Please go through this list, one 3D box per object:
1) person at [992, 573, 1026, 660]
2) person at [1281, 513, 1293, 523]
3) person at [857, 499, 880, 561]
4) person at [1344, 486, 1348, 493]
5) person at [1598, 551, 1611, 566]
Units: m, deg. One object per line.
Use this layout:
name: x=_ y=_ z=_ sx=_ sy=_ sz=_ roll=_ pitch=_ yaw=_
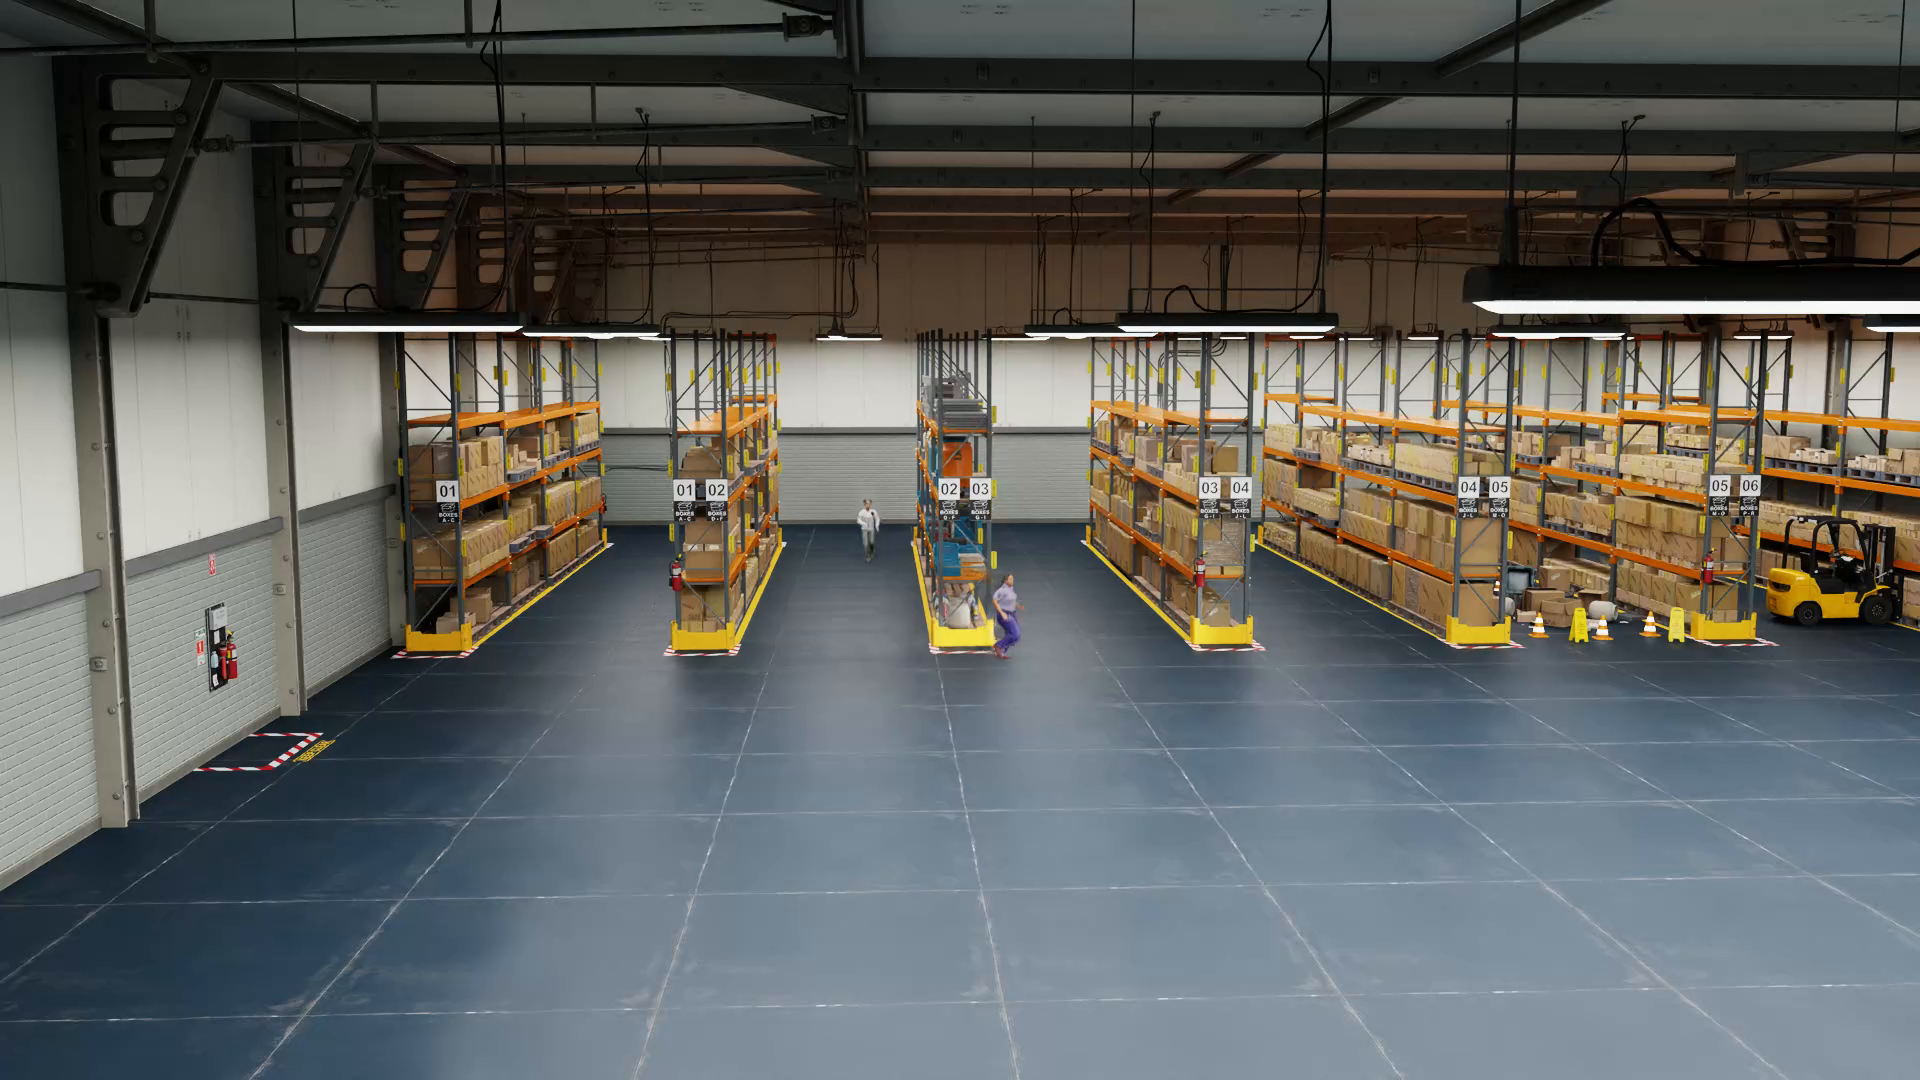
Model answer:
person: x=0.891 y=1.404 z=30.109 sx=0.556 sy=1.624 sz=0.648 roll=2 pitch=7 yaw=18
person: x=9.778 y=-0.900 z=49.163 sx=0.563 sy=1.684 sz=0.705 roll=6 pitch=9 yaw=42
person: x=-2.397 y=-0.253 z=43.683 sx=0.595 sy=1.660 sz=0.584 roll=0 pitch=7 yaw=-4
person: x=10.798 y=-0.636 z=46.632 sx=0.704 sy=1.734 sz=0.724 roll=-1 pitch=7 yaw=-5
person: x=15.908 y=0.104 z=40.730 sx=0.579 sy=1.648 sz=0.643 roll=0 pitch=7 yaw=-2
